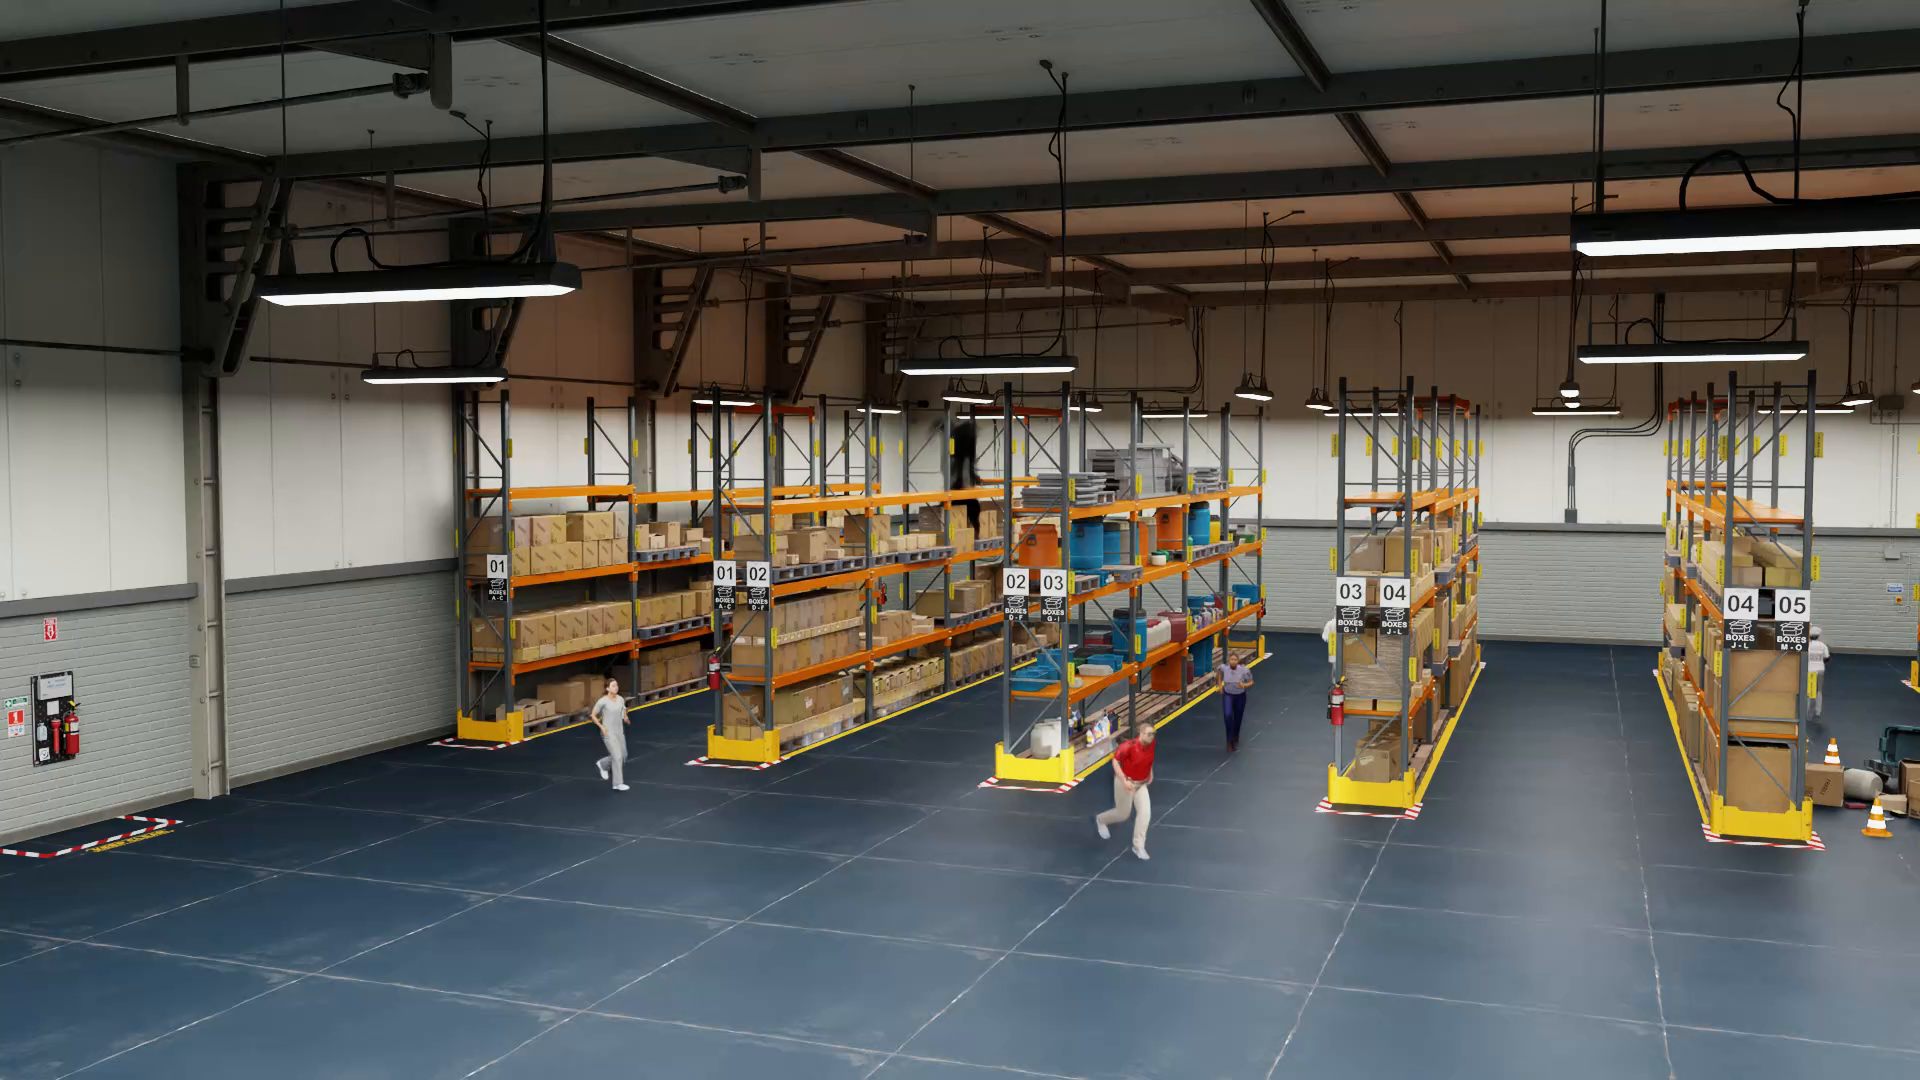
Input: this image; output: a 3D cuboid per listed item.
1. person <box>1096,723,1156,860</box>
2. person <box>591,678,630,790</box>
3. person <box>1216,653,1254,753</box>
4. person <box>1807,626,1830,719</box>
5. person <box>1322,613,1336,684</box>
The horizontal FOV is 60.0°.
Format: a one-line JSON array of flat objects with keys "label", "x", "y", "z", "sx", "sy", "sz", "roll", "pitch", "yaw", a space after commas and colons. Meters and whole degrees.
[{"label": "person", "x": 2.067, "y": 3.066, "z": 20.632, "sx": 0.679, "sy": 1.692, "sz": 0.964, "roll": -3, "pitch": 4, "yaw": -40}, {"label": "person", "x": -5.141, "y": 2.836, "z": 24.418, "sx": 0.705, "sy": 1.633, "sz": 0.564, "roll": 3, "pitch": 4, "yaw": 40}, {"label": "person", "x": 4.572, "y": 2.680, "z": 27.739, "sx": 0.587, "sy": 1.663, "sz": 0.964, "roll": 0, "pitch": 3, "yaw": 7}, {"label": "person", "x": 15.691, "y": 2.485, "z": 30.613, "sx": 0.589, "sy": 1.770, "sz": 0.758, "roll": 1, "pitch": 3, "yaw": 20}, {"label": "person", "x": 7.758, "y": 2.262, "z": 33.932, "sx": 0.712, "sy": 1.764, "sz": 0.918, "roll": 0, "pitch": 3, "yaw": 8}]
